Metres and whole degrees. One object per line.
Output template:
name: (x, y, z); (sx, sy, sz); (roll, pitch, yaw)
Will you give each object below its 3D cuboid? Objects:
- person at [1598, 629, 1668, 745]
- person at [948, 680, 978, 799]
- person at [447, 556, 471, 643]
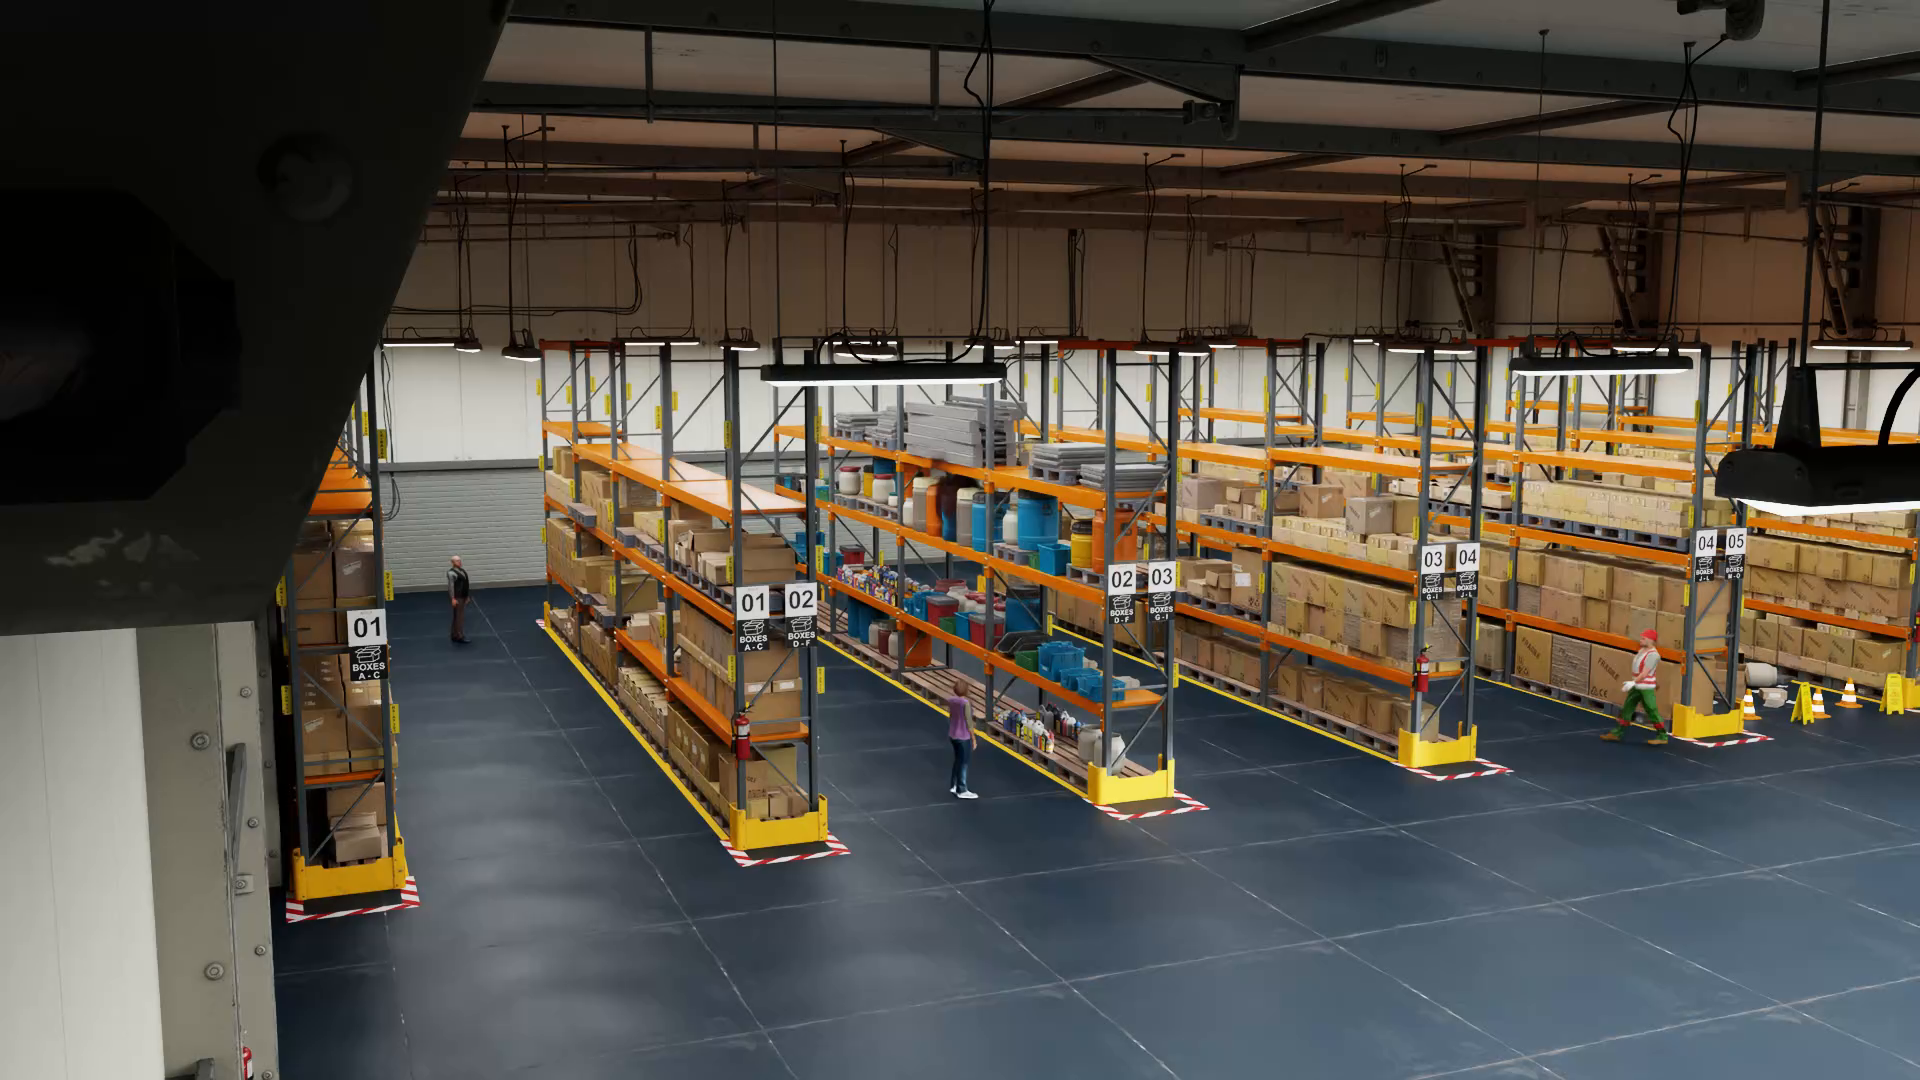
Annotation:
person: (10.174, 2.205, 25.001); (0.944, 1.743, 0.650); (1, 8, 11)
person: (0.023, 2.687, 22.259); (0.323, 1.665, 0.468); (-4, 9, -31)
person: (-9.991, 1.170, 33.208); (0.448, 1.731, 0.553); (-1, 7, -4)
